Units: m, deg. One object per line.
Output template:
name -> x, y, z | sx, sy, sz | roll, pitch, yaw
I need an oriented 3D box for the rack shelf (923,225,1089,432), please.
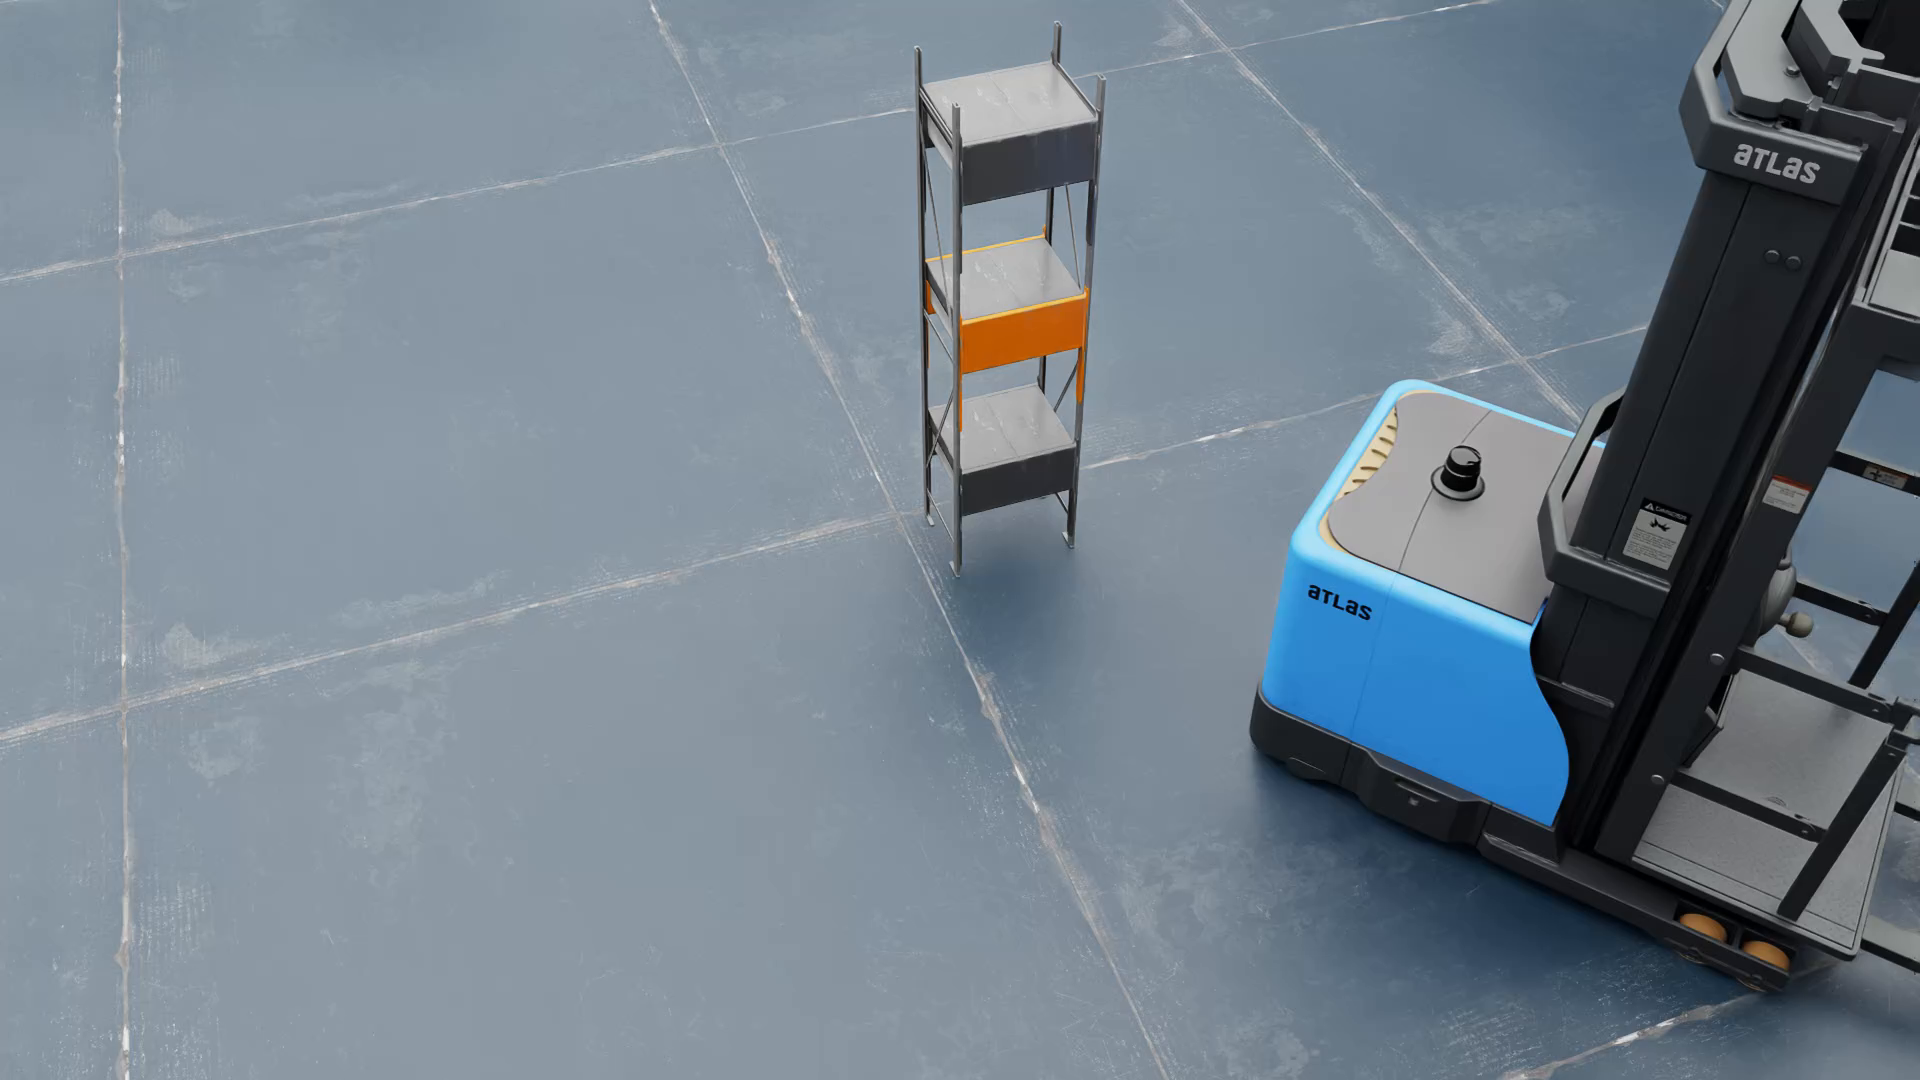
rack shelf -> 0.156, -0.771, 6.056 | 0.480, 0.518, 0.431 | -14, 47, -14

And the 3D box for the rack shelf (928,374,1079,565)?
rack shelf -> 0.156, -0.277, 6.551 | 0.480, 0.518, 0.431 | -14, 47, -14

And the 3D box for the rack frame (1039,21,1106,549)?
rack frame -> 0.385, -0.840, 6.104 | 0.015, 2.100, 0.400 | -14, 47, -14

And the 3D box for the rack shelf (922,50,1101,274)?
rack shelf -> 0.156, -1.266, 5.560 | 0.480, 0.518, 0.431 | -14, 47, -14

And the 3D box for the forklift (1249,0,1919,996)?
forklift -> 2.565, -0.030, 4.711 | 3.031, 2.935, 1.130 | 23, 49, 21

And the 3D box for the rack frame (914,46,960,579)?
rack frame -> -0.074, -0.722, 5.987 | 0.015, 2.100, 0.400 | -14, 47, -14

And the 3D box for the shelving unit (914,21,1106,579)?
shelving unit -> 0.156, -0.781, 6.046 | 0.503, 2.100, 0.431 | -14, 47, -14
